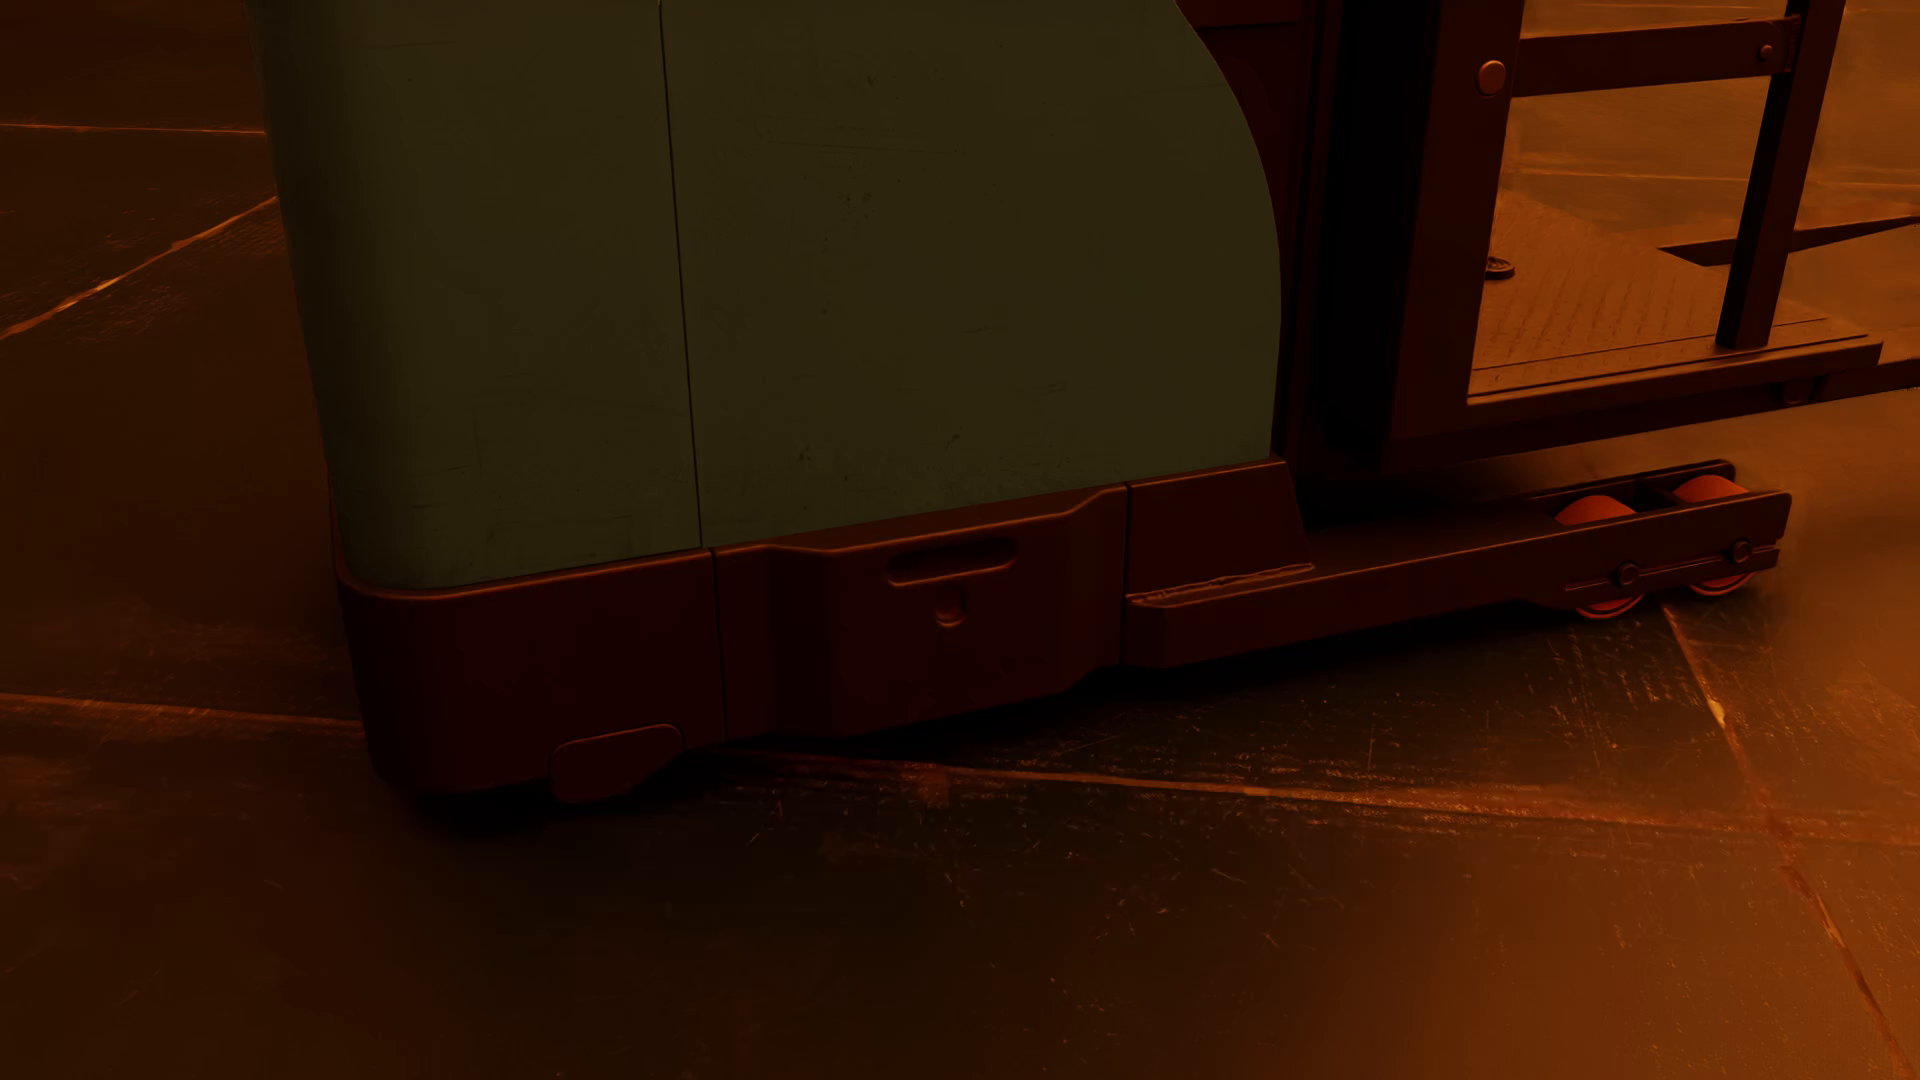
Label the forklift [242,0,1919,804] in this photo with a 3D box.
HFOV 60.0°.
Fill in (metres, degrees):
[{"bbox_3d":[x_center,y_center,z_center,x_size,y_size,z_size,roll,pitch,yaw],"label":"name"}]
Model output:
[{"bbox_3d":[0.619,-1.414,2.051,3.031,2.935,1.130,-9,28,-18],"label":"forklift"}]
